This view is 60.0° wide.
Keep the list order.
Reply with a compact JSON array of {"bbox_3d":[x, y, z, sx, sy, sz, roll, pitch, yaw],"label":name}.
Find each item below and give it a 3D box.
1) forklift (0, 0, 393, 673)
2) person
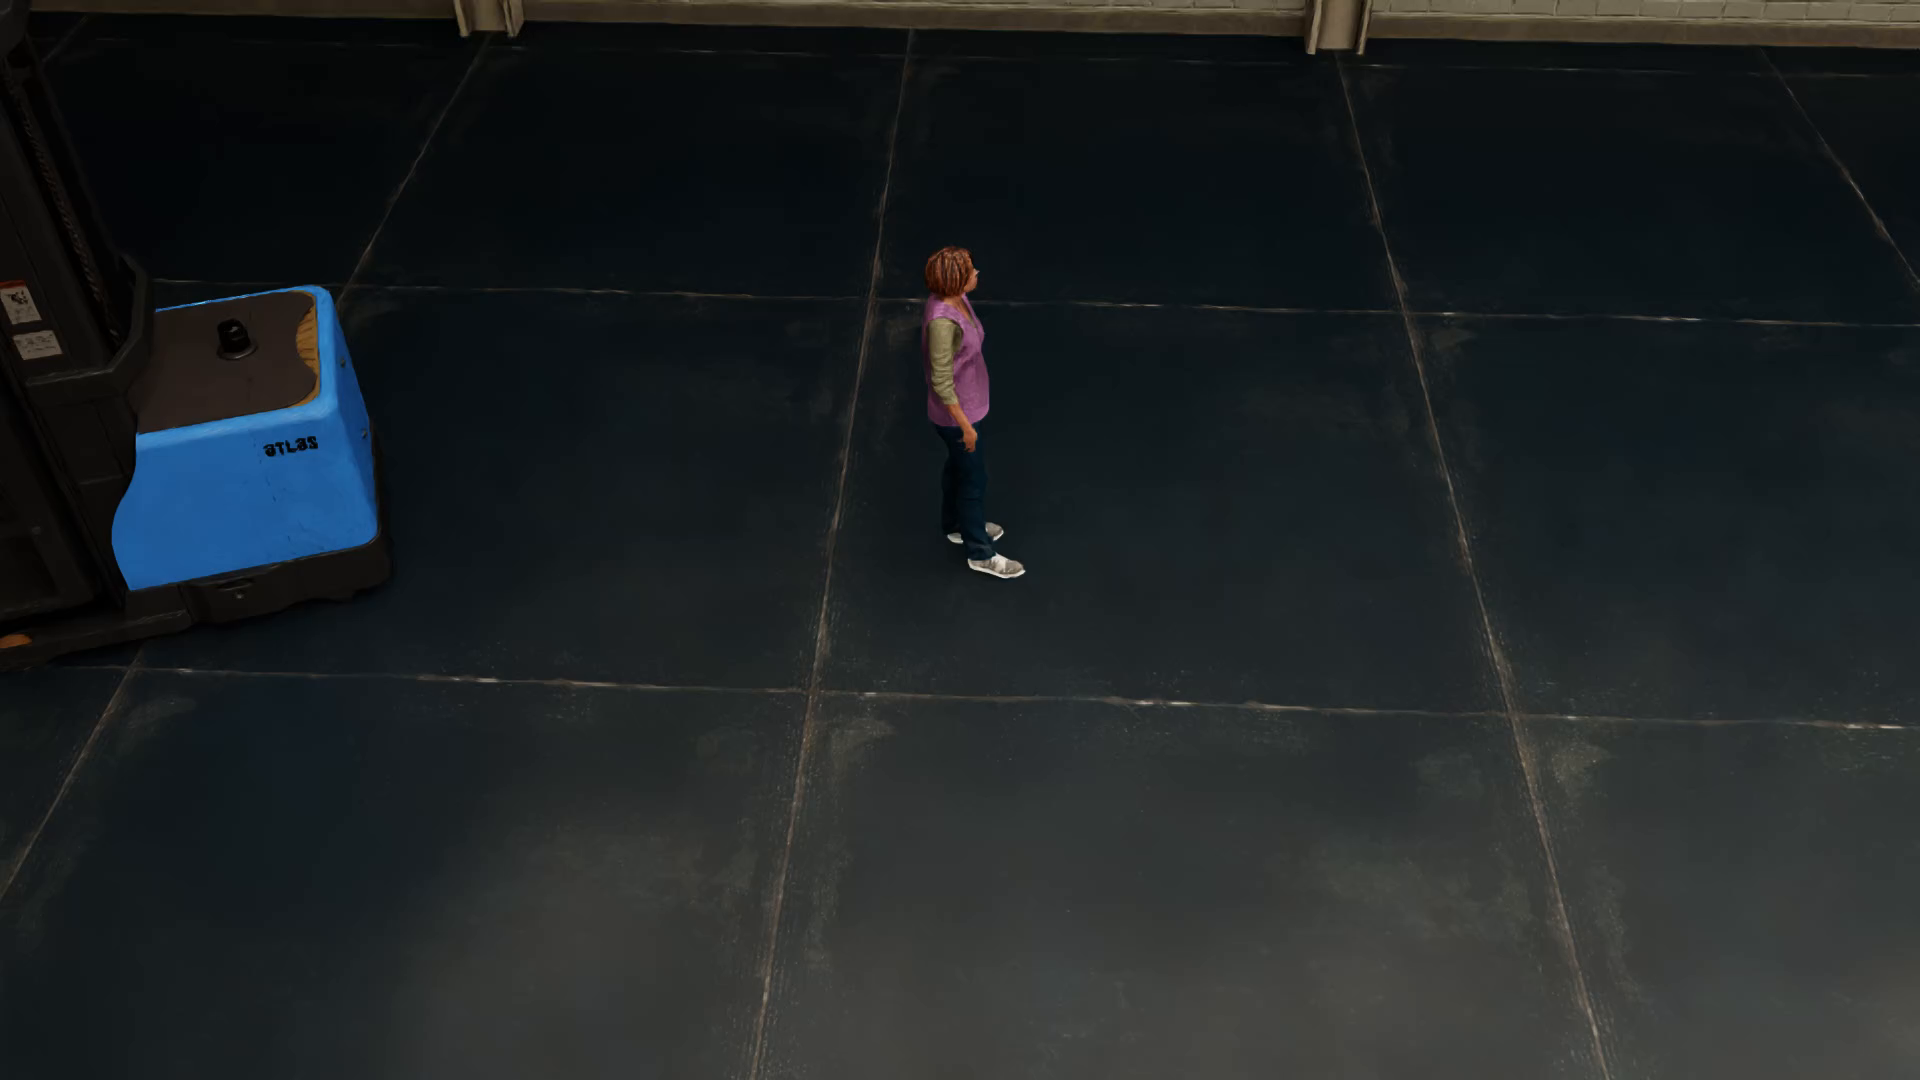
[{"bbox_3d":[-4.185,-0.869,6.694,3.031,2.935,1.130,-12,44,-13],"label":"forklift"},{"bbox_3d":[0.073,-0.584,7.360,0.474,1.597,0.520,2,42,2],"label":"person"}]
